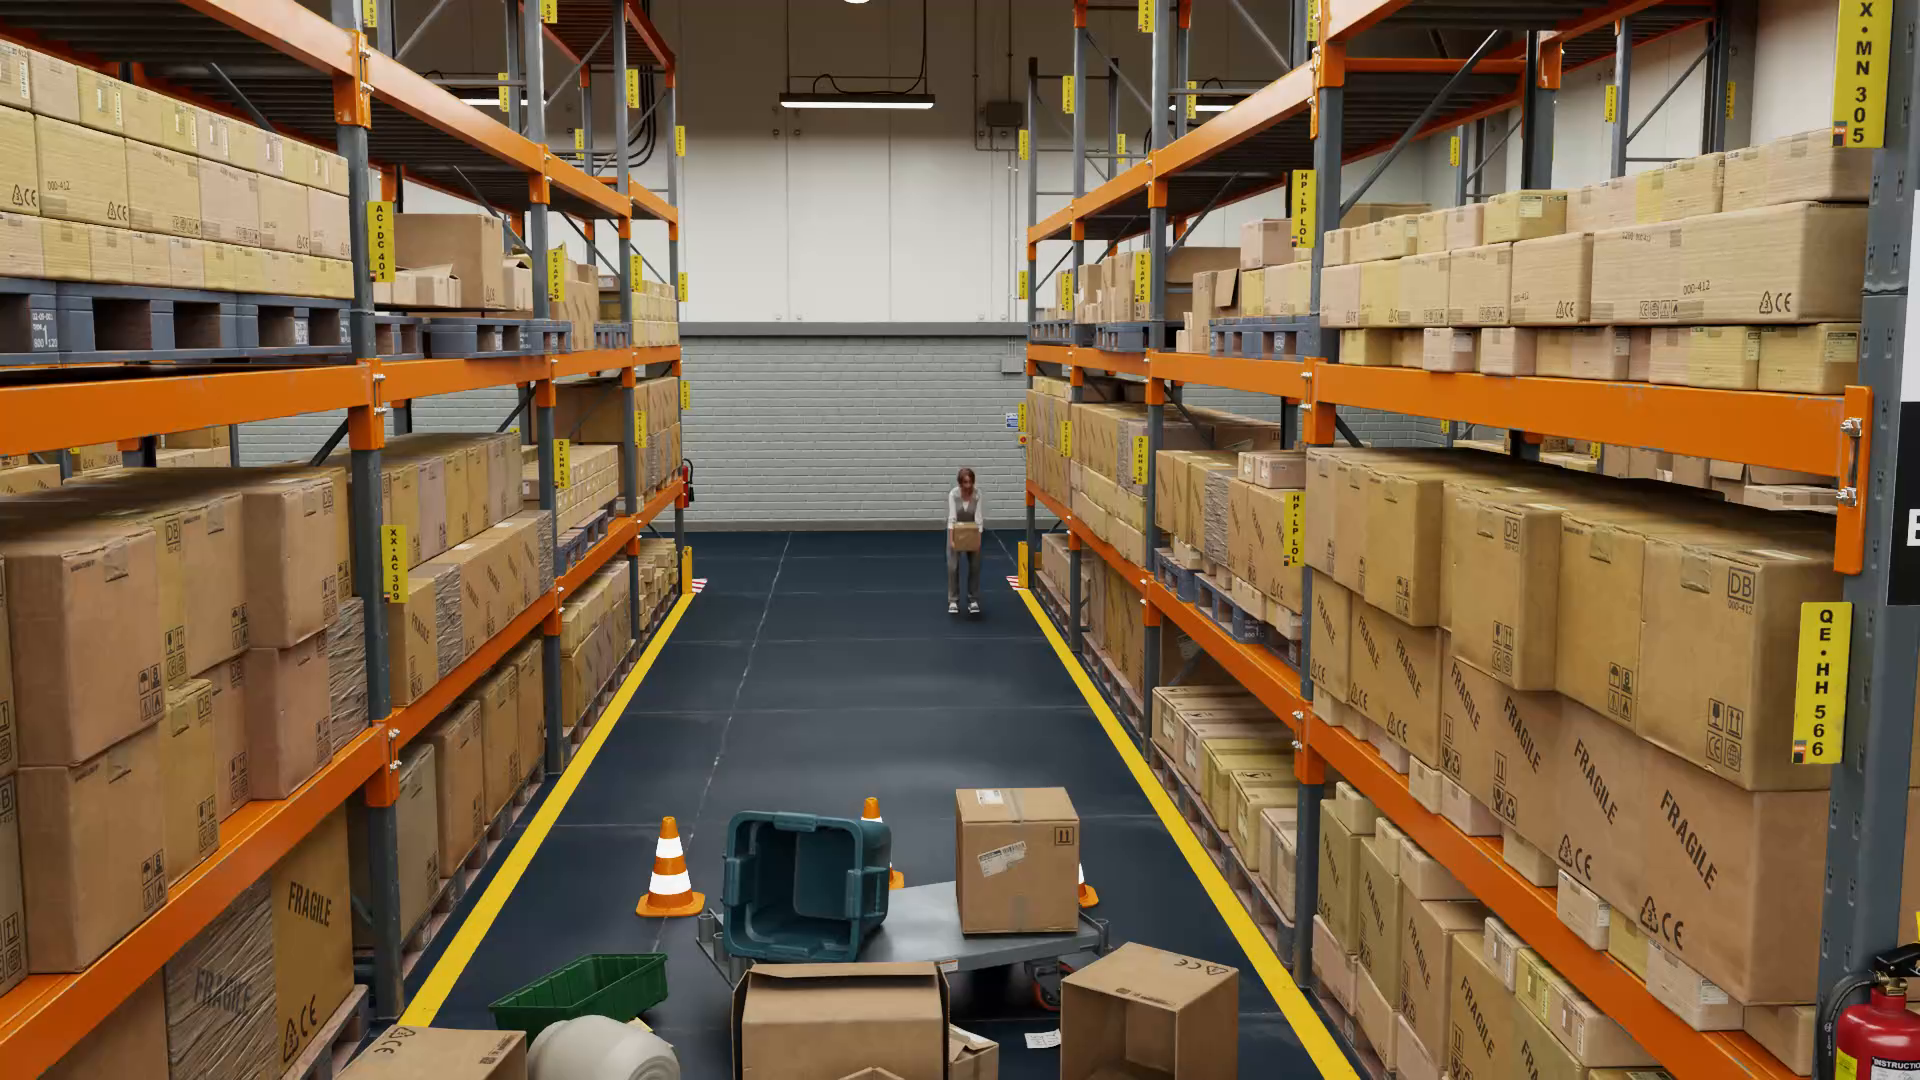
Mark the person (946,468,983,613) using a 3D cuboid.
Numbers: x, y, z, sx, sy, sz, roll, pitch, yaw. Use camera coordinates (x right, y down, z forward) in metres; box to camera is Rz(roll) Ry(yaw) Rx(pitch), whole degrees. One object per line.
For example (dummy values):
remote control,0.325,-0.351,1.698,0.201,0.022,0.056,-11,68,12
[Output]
person,0.048,0.008,17.489,0.376,1.540,0.547,-1,7,-5
